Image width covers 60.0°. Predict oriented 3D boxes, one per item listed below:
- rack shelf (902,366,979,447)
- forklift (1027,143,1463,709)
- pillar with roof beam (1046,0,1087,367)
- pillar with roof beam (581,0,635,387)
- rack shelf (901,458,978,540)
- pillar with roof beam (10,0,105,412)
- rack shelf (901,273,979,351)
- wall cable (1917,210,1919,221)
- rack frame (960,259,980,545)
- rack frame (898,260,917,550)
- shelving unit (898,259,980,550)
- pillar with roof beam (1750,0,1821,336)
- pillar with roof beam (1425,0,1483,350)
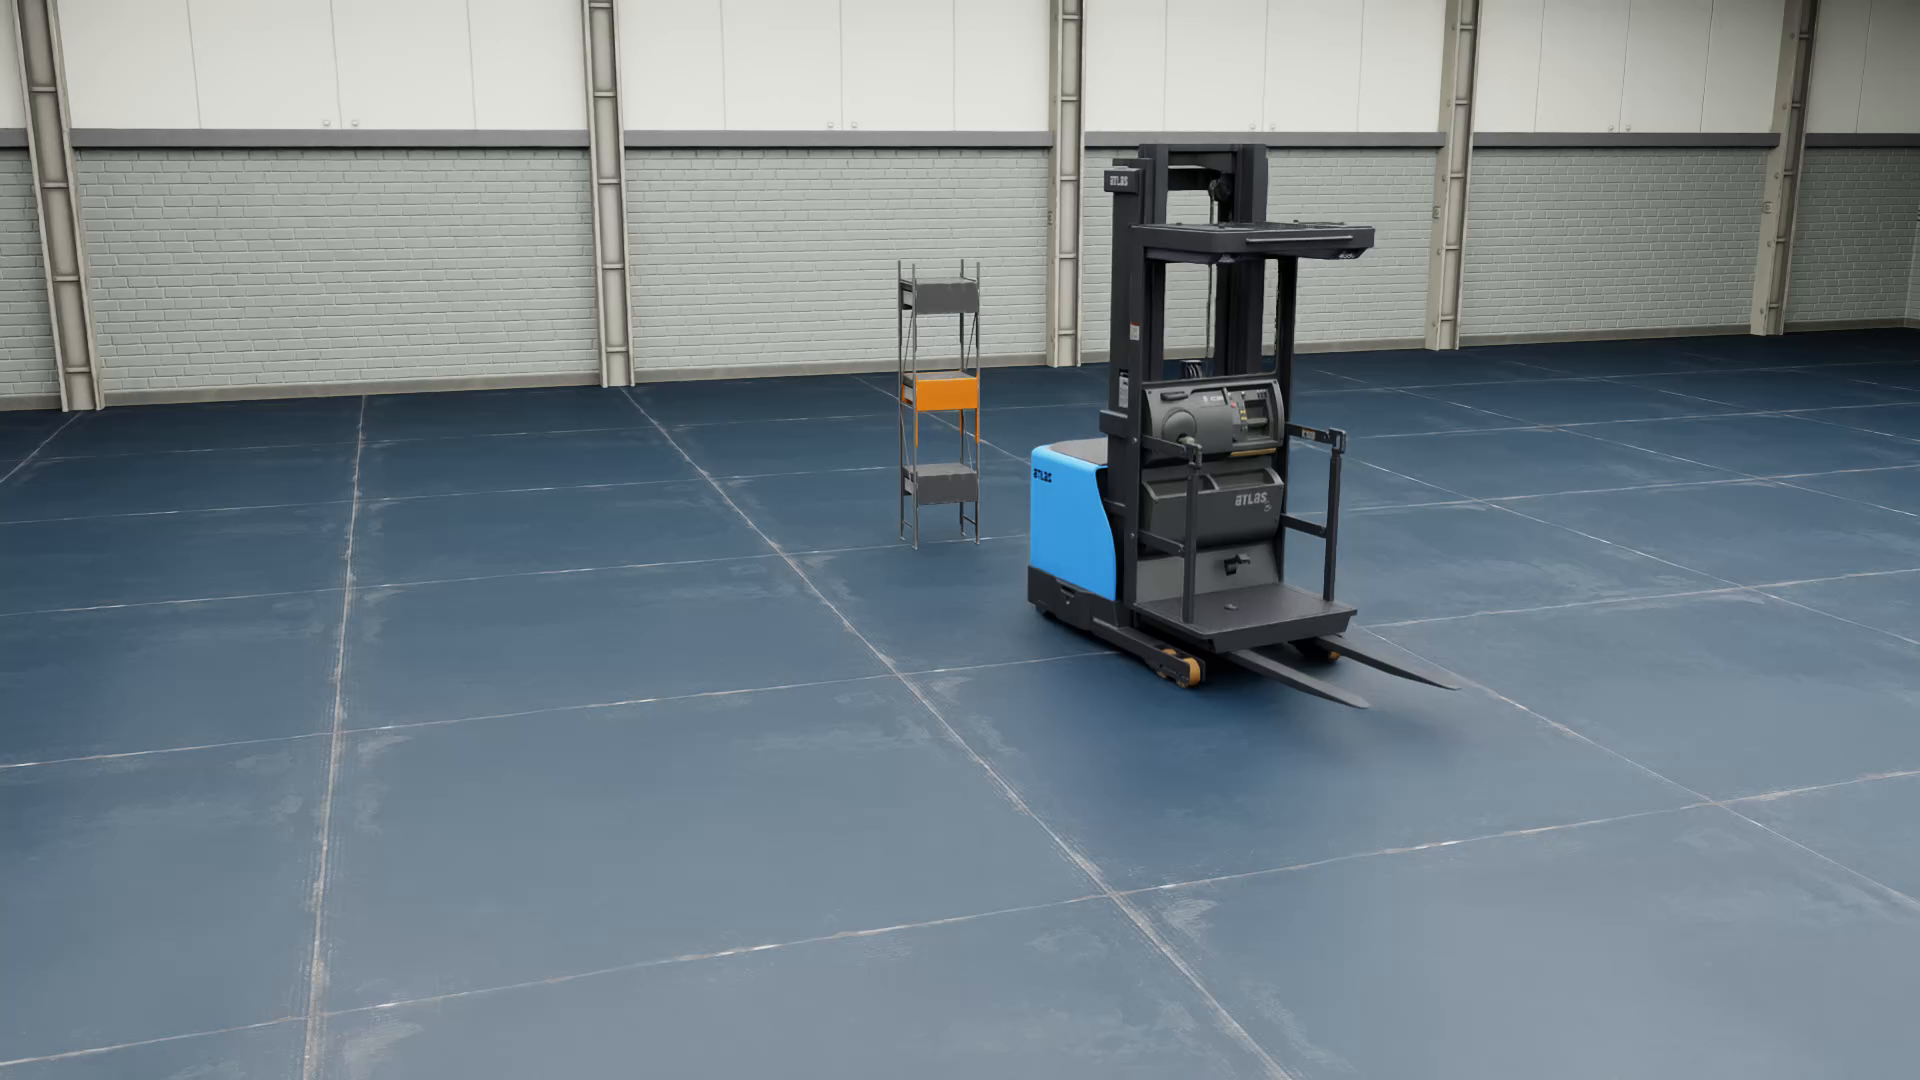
[{"bbox_3d":[-0.157,-0.996,12.352,0.480,0.518,0.431,-4,14,-18],"label":"rack shelf"},{"bbox_3d":[1.569,-0.726,9.363,1.130,2.935,3.031,-7,15,-27],"label":"forklift"},{"bbox_3d":[2.779,-5.813,17.636,0.400,9.000,9.100,-4,14,-18],"label":"pillar with roof beam"},{"bbox_3d":[-2.908,-5.370,15.774,0.400,9.000,9.100,-4,14,-18],"label":"pillar with roof beam"},{"bbox_3d":[-0.157,-0.315,12.514,0.480,0.518,0.431,-4,14,-18],"label":"rack shelf"},{"bbox_3d":[-8.595,-4.928,13.913,0.400,9.000,9.100,-4,14,-18],"label":"pillar with roof beam"},{"bbox_3d":[-0.157,-1.677,12.190,0.480,0.518,0.431,-4,14,-18],"label":"rack shelf"},{"bbox_3d":[15.993,-6.060,25.383,0.112,2.526,3.097,-4,14,-18],"label":"wall cable"},{"bbox_3d":[0.074,-1.027,12.424,0.015,2.100,0.400,-4,14,-18],"label":"rack frame"},{"bbox_3d":[-0.388,-0.991,12.273,0.015,2.100,0.400,-4,14,-18],"label":"rack frame"},{"bbox_3d":[-0.157,-1.009,12.348,0.503,2.100,0.431,-4,14,-18],"label":"shelving unit"},{"bbox_3d":[14.152,-6.699,21.360,0.400,9.000,9.100,-4,14,-18],"label":"pillar with roof beam"},{"bbox_3d":[8.465,-6.256,19.498,0.400,9.000,9.100,-4,14,-18],"label":"pillar with roof beam"}]
